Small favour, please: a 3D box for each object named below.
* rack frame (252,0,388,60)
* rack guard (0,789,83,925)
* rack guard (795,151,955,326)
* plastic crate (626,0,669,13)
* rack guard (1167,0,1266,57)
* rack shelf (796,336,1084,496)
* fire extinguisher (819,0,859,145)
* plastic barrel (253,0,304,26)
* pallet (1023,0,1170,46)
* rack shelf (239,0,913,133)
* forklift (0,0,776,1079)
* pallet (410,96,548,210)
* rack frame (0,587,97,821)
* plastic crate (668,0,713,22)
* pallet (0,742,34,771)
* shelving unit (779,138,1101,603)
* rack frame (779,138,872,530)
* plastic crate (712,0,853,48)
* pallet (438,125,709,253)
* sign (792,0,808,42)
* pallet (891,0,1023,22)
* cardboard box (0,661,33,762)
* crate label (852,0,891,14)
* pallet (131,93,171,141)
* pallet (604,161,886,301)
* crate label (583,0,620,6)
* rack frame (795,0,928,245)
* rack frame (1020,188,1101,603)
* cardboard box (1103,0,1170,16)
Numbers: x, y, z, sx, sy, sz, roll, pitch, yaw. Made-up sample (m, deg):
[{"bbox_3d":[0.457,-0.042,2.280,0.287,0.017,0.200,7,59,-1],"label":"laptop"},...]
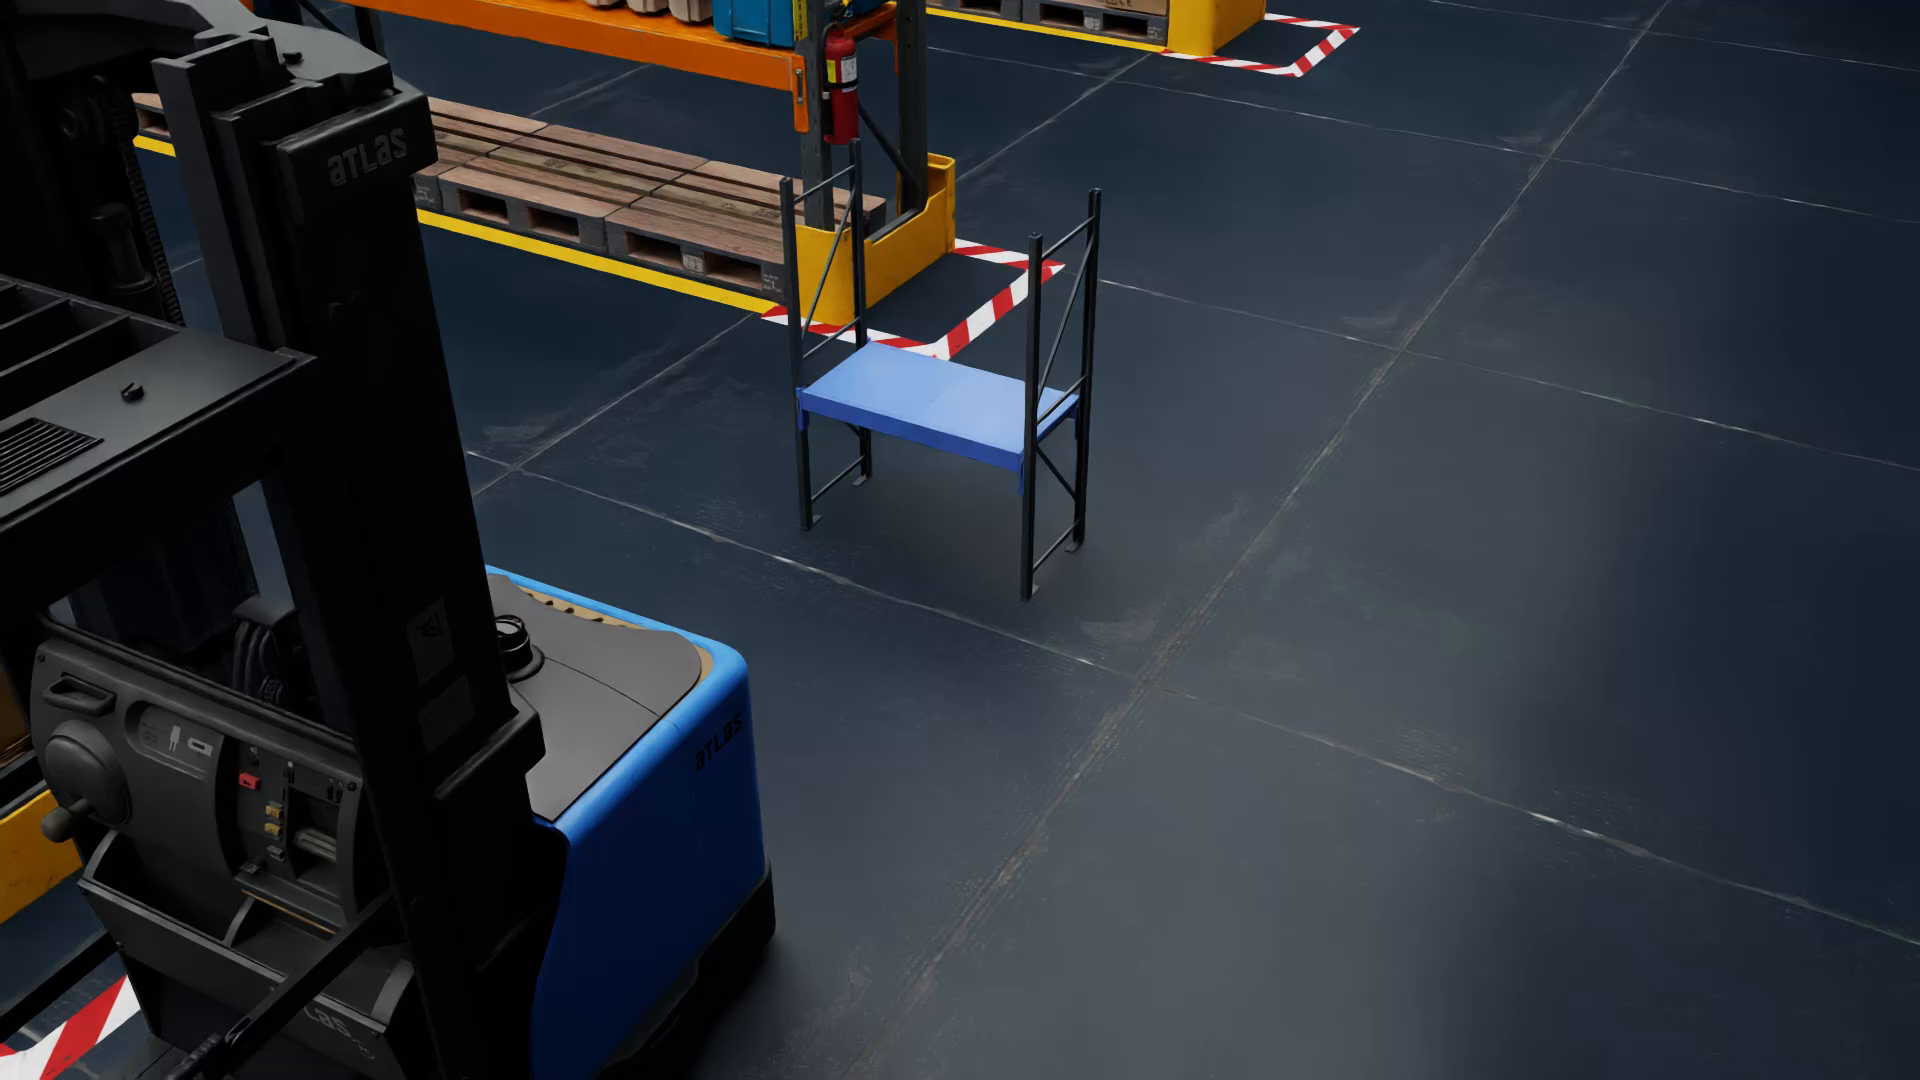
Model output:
[{"bbox_3d":[-3.944,-3.739,9.659,0.127,3.000,1.000,18,37,24],"label":"rack frame"},{"bbox_3d":[-2.908,0.791,5.111,0.348,0.500,1.175,18,37,24],"label":"rack guard"},{"bbox_3d":[-0.444,-1.598,8.699,0.348,0.500,1.175,18,37,24],"label":"rack guard"},{"bbox_3d":[-1.513,-2.778,8.400,0.243,0.136,0.396,18,37,24],"label":"plastic crate"},{"bbox_3d":[1.924,-4.002,12.309,0.348,0.500,1.175,18,37,24],"label":"rack guard"},{"bbox_3d":[-0.074,-0.498,6.469,1.000,0.185,0.538,18,37,24],"label":"rack shelf"},{"bbox_3d":[-0.565,-2.192,7.741,0.183,0.674,0.296,18,37,24],"label":"fire extinguisher"},{"bbox_3d":[-4.408,-3.198,10.361,0.708,0.901,0.600,18,37,24],"label":"plastic barrel"},{"bbox_3d":[1.231,-4.101,12.718,1.213,0.211,1.003,18,37,24],"label":"pallet"},{"bbox_3d":[-2.207,-2.890,9.032,4.000,0.370,1.077,18,37,24],"label":"rack shelf"},{"bbox_3d":[-1.669,0.567,3.254,1.130,2.935,3.031,16,37,22],"label":"forklift"},{"bbox_3d":[-3.286,-2.395,10.156,1.213,0.211,1.003,18,37,24],"label":"pallet"},{"bbox_3d":[-2.928,-0.256,4.428,0.127,3.000,1.000,18,37,24],"label":"rack frame"},{"bbox_3d":[-1.269,-2.692,8.269,0.243,0.136,0.396,18,37,24],"label":"plastic crate"},{"bbox_3d":[-3.662,0.723,5.474,1.213,0.211,1.003,18,37,24],"label":"pallet"},{"bbox_3d":[-0.074,-0.648,6.370,1.048,1.500,0.538,18,37,24],"label":"shelving unit"},{"bbox_3d":[-0.515,-0.788,6.579,0.032,1.500,0.500,18,37,24],"label":"rack frame"},{"bbox_3d":[-0.854,-2.681,7.984,0.499,0.435,0.616,18,37,24],"label":"plastic crate"},{"bbox_3d":[-2.223,-2.060,9.653,1.213,0.211,1.003,18,37,24],"label":"pallet"},{"bbox_3d":[-0.730,-2.438,7.558,0.005,0.325,0.100,18,37,24],"label":"sign"},{"bbox_3d":[0.176,-4.437,13.223,1.213,0.211,1.003,18,37,24],"label":"pallet"},{"bbox_3d":[-3.524,0.316,5.107,0.875,0.875,0.875,18,37,24],"label":"cardboard box"},{"bbox_3d":[-0.522,-2.821,8.377,0.303,0.233,0.416,18,37,24],"label":"crate label"},{"bbox_3d":[-4.593,-2.811,10.781,1.213,0.211,1.003,18,37,24],"label":"pallet"},{"bbox_3d":[-1.168,-1.724,9.149,1.213,0.211,1.003,18,37,24],"label":"pallet"},{"bbox_3d":[-1.767,-2.843,8.497,0.243,0.136,0.396,18,37,24],"label":"crate label"},{"bbox_3d":[-0.471,-2.639,8.007,0.127,3.000,1.000,18,37,24],"label":"rack frame"},{"bbox_3d":[0.367,-0.508,6.160,0.032,1.500,0.500,18,37,24],"label":"rack frame"},{"bbox_3d":[1.396,-4.196,12.202,0.500,0.500,0.500,18,37,24],"label":"cardboard box"}]
